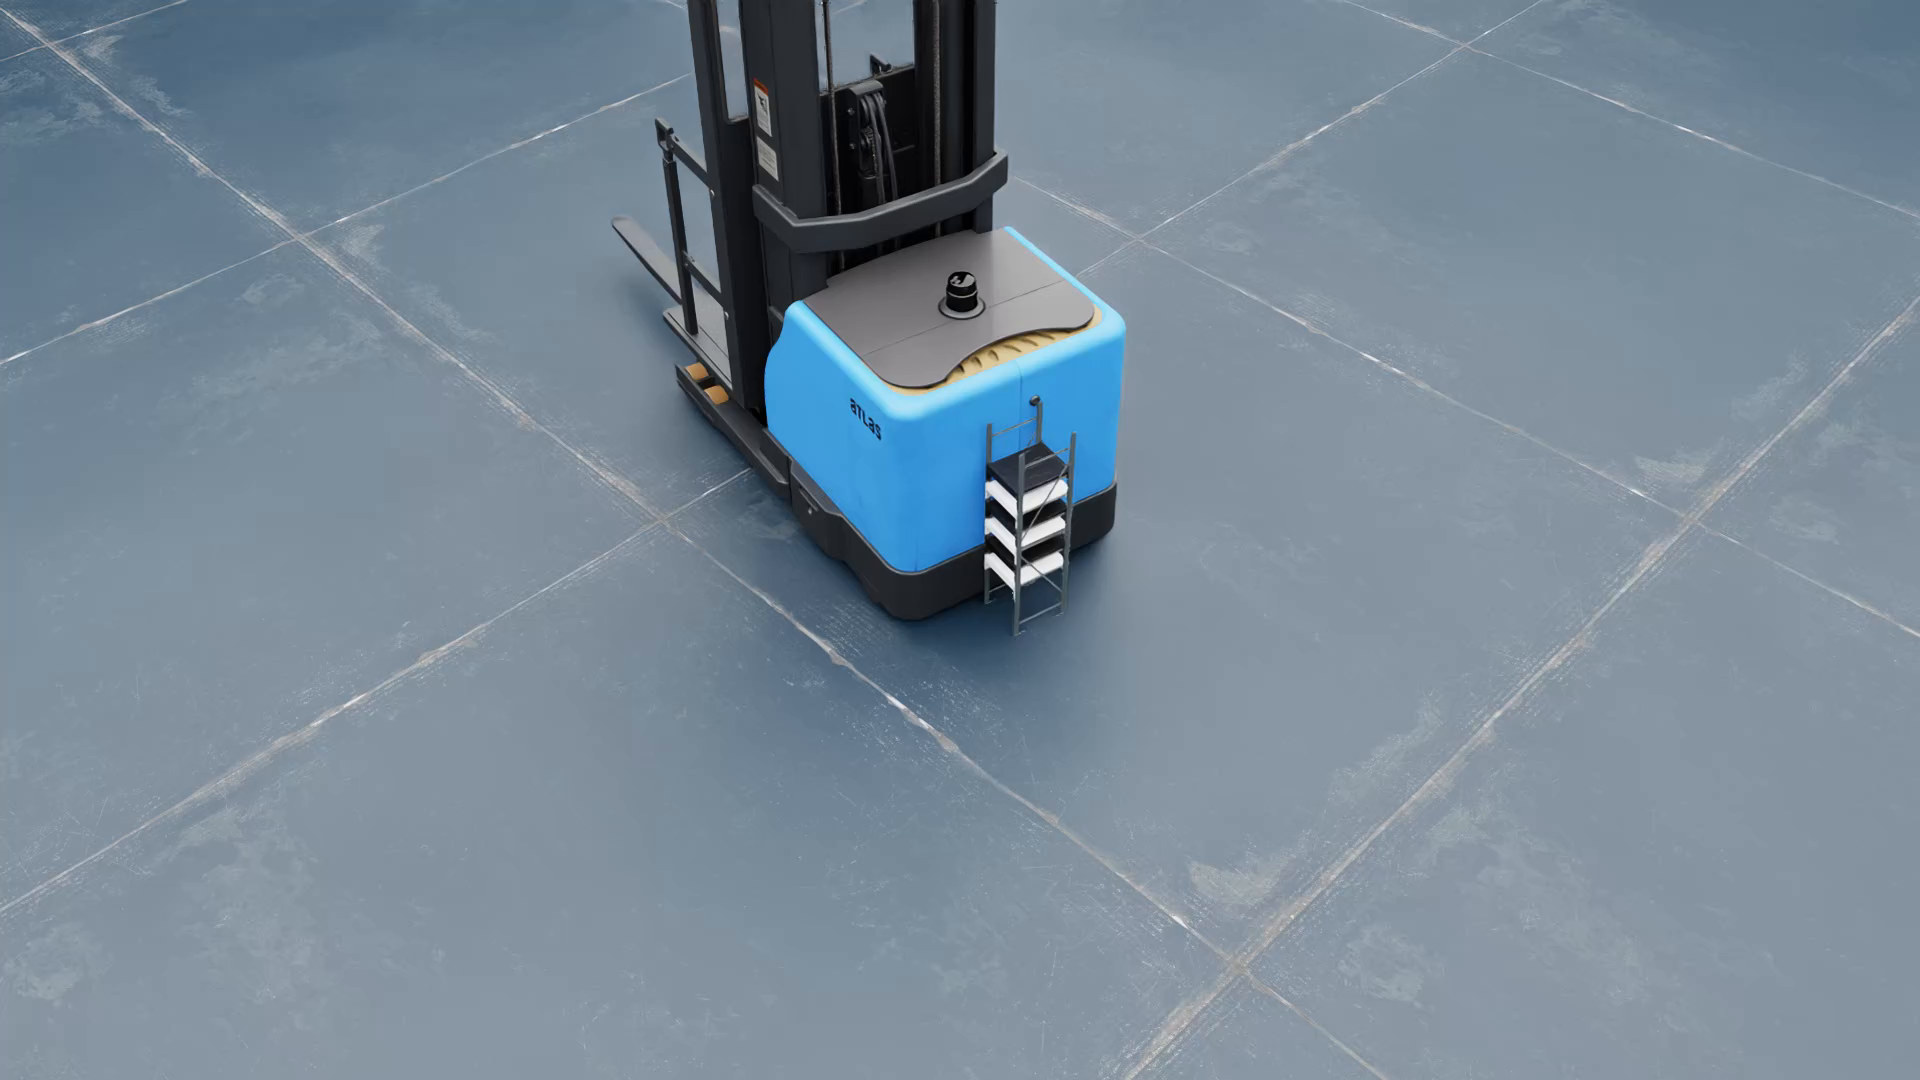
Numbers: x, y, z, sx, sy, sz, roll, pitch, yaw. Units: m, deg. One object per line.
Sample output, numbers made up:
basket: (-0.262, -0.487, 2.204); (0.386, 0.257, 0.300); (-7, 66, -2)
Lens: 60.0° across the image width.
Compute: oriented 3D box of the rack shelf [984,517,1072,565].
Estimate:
rack shelf: (0.251, -0.038, 6.177); (0.258, 0.077, 0.200); (-24, 48, -24)

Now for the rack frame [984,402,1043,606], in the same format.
rack frame: (0.196, -0.120, 6.217); (0.240, 0.900, 0.006); (-24, 48, -24)

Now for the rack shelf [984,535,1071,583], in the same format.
rack shelf: (0.251, 0.028, 6.238); (0.258, 0.077, 0.200); (-24, 48, -24)

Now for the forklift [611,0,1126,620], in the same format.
forklift: (-0.601, -1.747, 6.480); (1.130, 2.935, 3.031); (-24, 48, -24)

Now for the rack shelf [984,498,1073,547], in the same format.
rack shelf: (0.251, -0.104, 6.116); (0.258, 0.077, 0.200); (-24, 48, -24)

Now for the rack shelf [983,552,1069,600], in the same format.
rack shelf: (0.251, 0.094, 6.299); (0.258, 0.077, 0.200); (-24, 48, -24)

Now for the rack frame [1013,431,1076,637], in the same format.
rack frame: (0.306, -0.005, 6.092); (0.240, 0.900, 0.006); (-24, 48, -24)

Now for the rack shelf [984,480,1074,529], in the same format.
rack shelf: (0.251, -0.170, 6.055); (0.258, 0.077, 0.200); (-24, 48, -24)

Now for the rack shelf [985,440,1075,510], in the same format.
rack shelf: (0.251, -0.236, 5.994); (0.258, 0.077, 0.200); (-24, 48, -24)

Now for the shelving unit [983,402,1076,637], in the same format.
shelving unit: (0.251, -0.063, 6.155); (0.258, 0.900, 0.210); (-24, 48, -24)
